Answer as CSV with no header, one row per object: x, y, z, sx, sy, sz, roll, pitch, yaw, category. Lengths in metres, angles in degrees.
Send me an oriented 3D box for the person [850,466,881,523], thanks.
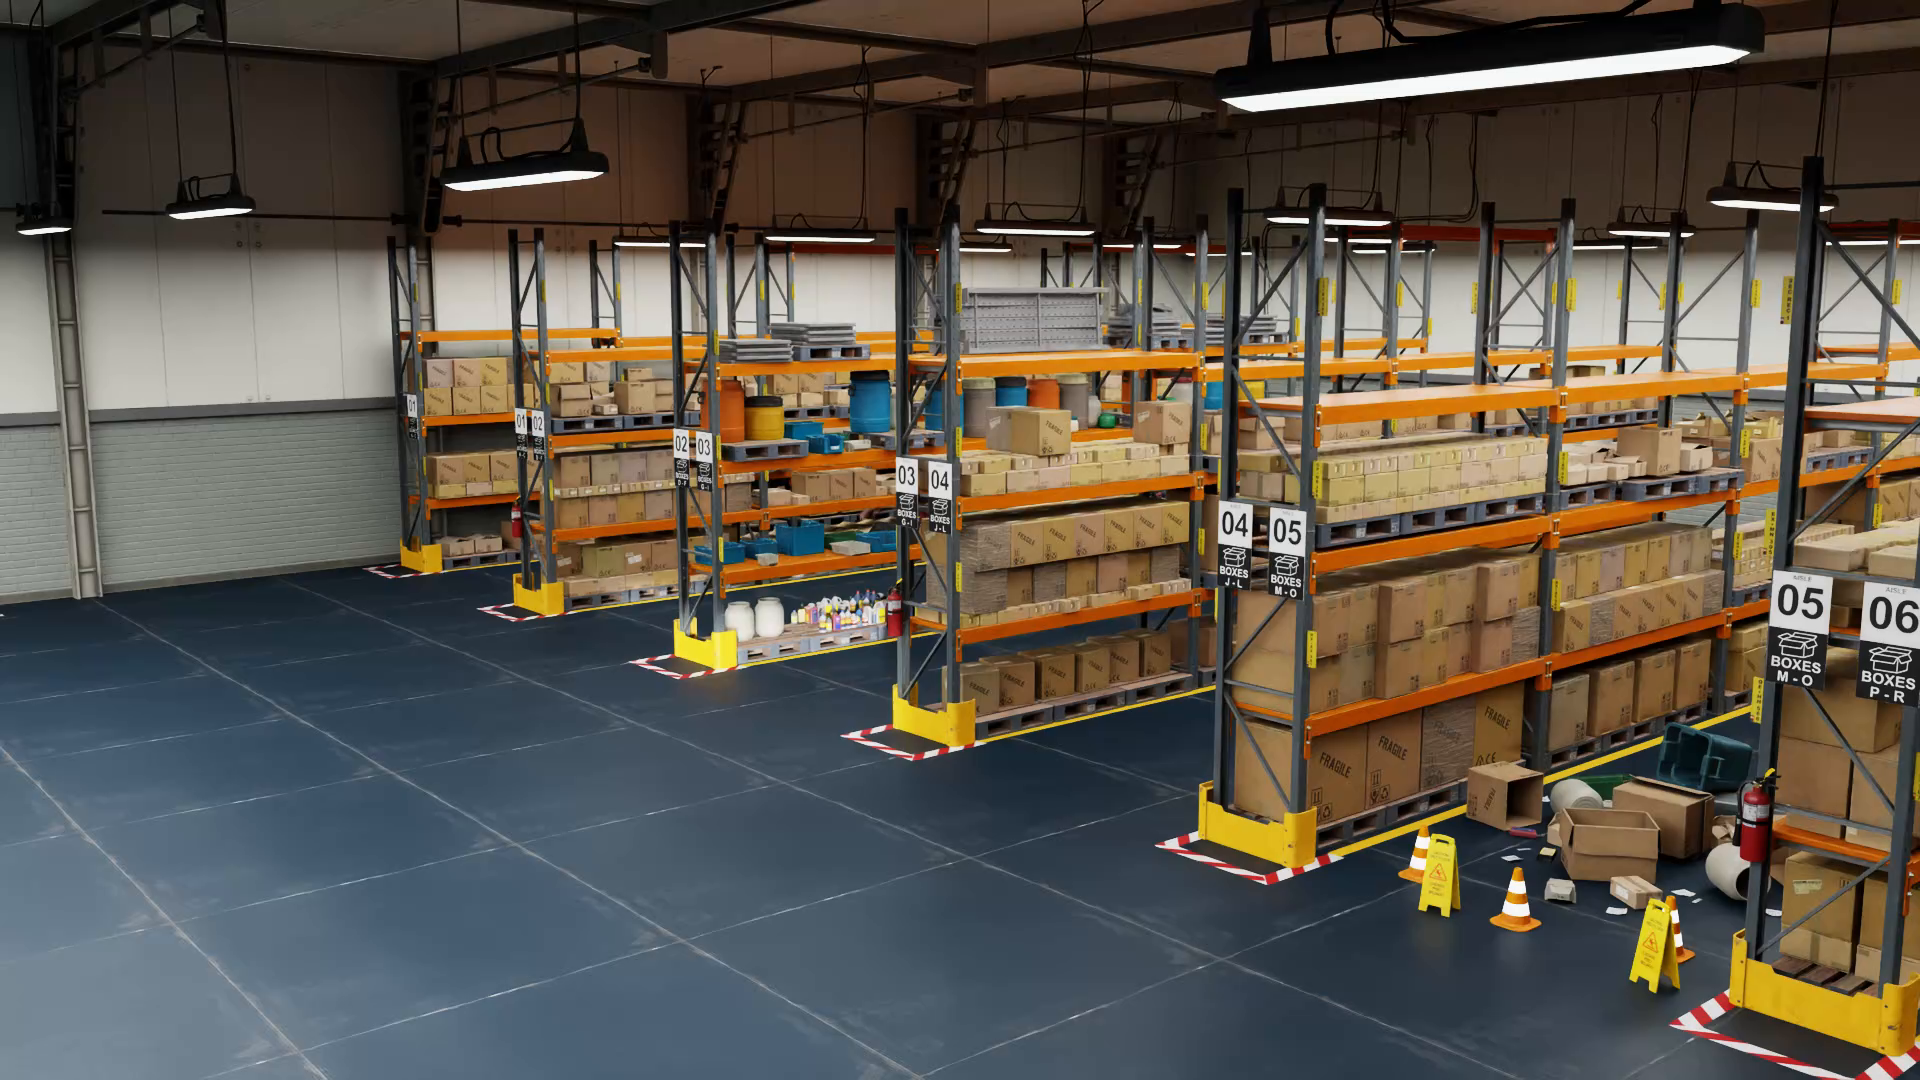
-1.882,-0.661,32.627,1.054,1.605,0.436,-6,11,-36,person
